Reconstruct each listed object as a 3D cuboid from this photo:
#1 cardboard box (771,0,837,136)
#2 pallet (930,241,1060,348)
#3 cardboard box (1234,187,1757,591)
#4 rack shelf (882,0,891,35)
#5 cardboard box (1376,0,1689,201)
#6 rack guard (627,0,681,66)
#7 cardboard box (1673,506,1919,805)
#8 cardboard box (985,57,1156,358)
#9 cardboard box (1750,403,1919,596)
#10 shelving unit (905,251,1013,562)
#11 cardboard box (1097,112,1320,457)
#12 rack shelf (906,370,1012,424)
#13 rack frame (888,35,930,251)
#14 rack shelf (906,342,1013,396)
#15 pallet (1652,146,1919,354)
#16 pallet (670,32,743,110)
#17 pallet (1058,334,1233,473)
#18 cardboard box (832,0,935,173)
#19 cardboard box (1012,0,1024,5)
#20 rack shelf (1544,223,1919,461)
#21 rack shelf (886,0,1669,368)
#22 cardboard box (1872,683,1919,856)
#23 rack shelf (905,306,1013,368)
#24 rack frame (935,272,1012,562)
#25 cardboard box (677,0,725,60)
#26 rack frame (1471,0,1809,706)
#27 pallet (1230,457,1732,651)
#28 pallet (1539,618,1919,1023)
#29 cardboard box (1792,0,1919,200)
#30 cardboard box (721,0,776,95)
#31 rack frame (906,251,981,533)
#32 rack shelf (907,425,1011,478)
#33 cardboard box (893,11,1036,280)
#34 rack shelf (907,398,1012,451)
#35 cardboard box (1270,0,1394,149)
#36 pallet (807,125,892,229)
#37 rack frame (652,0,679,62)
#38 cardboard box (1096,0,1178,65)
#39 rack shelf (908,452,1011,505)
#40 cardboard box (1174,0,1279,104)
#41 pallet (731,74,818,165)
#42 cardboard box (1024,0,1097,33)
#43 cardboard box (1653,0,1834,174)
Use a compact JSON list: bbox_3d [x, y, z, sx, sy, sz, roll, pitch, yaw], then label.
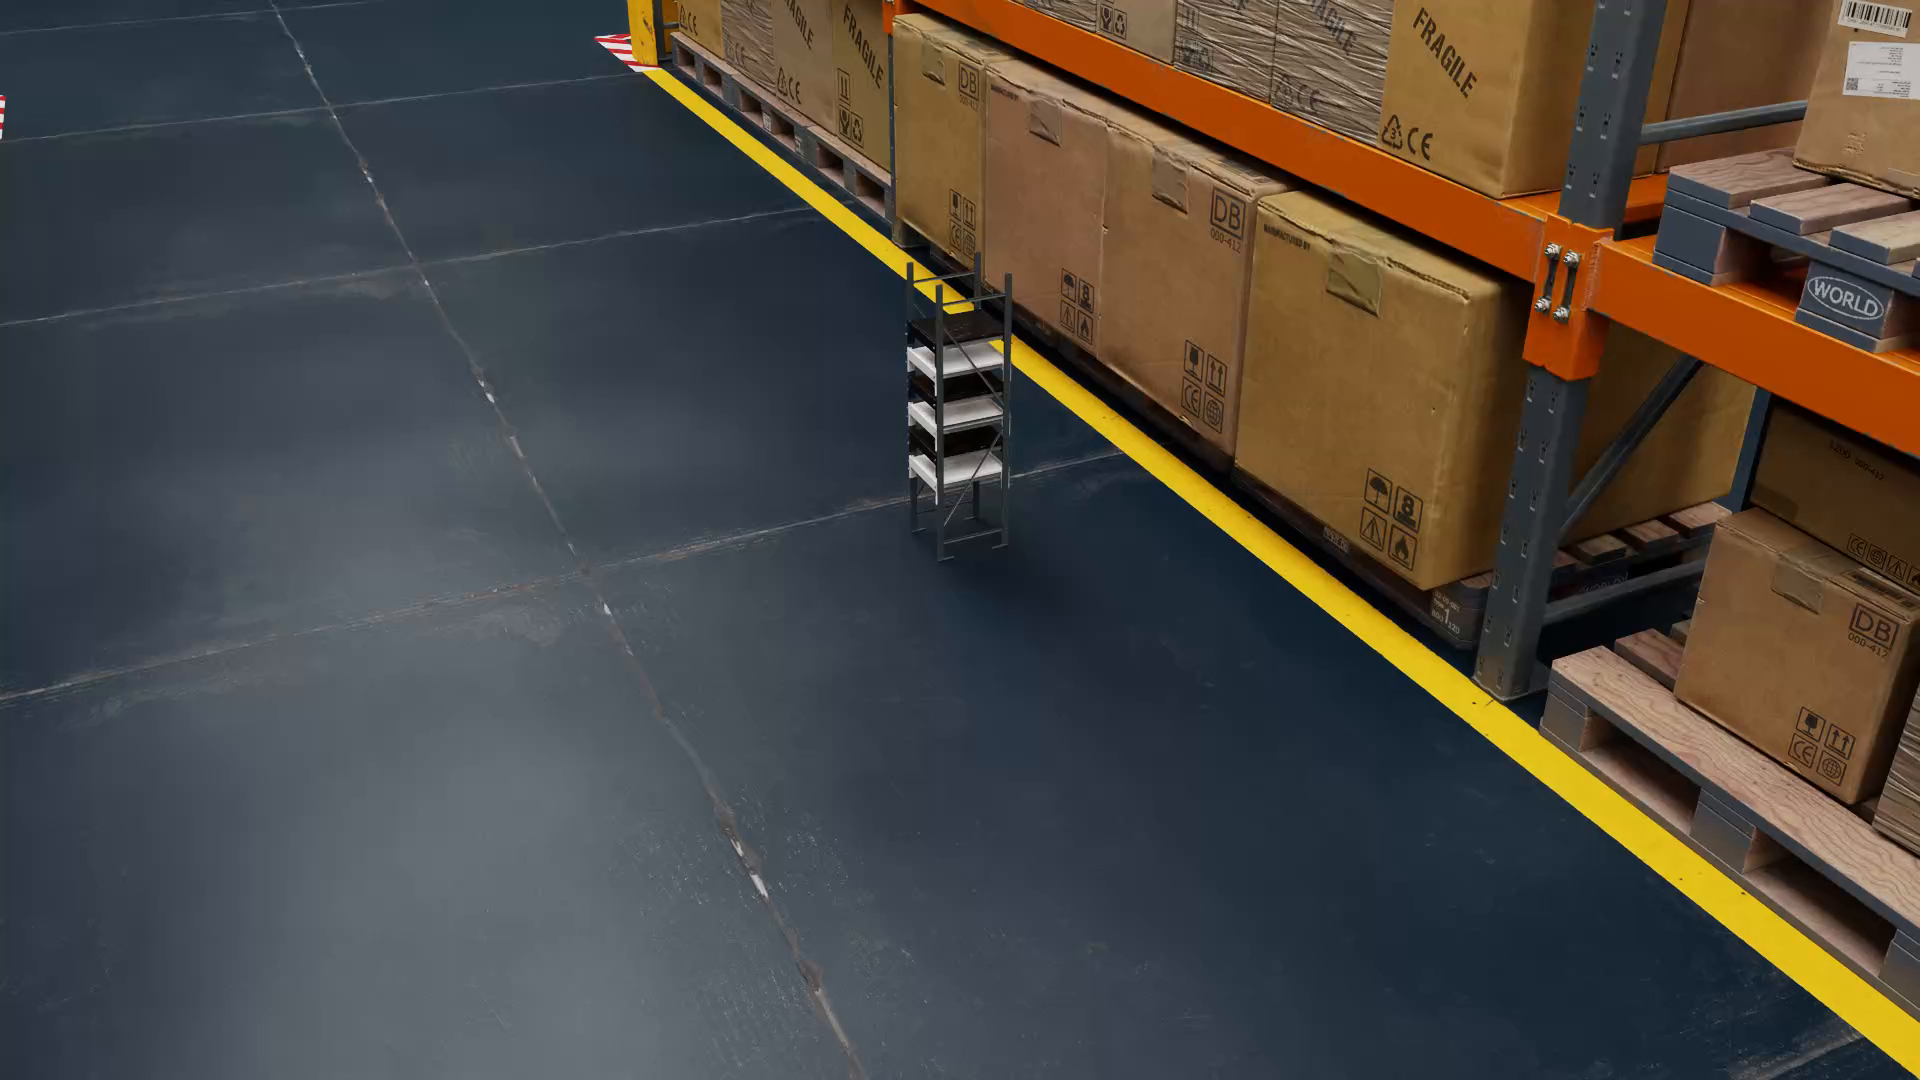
[{"bbox_3d":[-0.436,-2.726,8.788,0.875,0.875,0.875,-13,32,-22],"label":"cardboard box"},{"bbox_3d":[0.560,-1.223,7.215,1.003,0.211,1.213,-13,32,-22],"label":"pallet"},{"bbox_3d":[1.601,-0.563,4.930,1.225,0.875,0.875,-15,32,-24],"label":"cardboard box"},{"bbox_3d":[-0.697,-3.334,8.864,1.077,0.370,4.000,-13,32,-22],"label":"rack shelf"},{"bbox_3d":[1.443,-1.207,4.233,0.500,0.500,0.500,-12,31,-20],"label":"cardboard box"},{"bbox_3d":[-1.566,-3.451,10.894,1.175,0.500,0.348,-13,32,-22],"label":"rack guard"},{"bbox_3d":[2.184,0.193,3.945,0.700,0.500,0.500,-15,33,-25],"label":"cardboard box"},{"bbox_3d":[0.838,-1.347,6.329,1.225,0.875,0.875,-14,32,-24],"label":"cardboard box"},{"bbox_3d":[2.193,-0.136,3.765,0.500,0.250,0.500,-12,31,-20],"label":"cardboard box"},{"bbox_3d":[-0.003,-0.396,5.036,0.258,0.900,0.210,-13,32,-22],"label":"shelving unit"},{"bbox_3d":[1.225,-0.958,5.635,1.225,0.875,0.875,-13,32,-22],"label":"cardboard box"},{"bbox_3d":[-0.003,-0.446,5.009,0.258,0.077,0.200,-13,32,-22],"label":"rack shelf"},{"bbox_3d":[0.161,-2.764,7.112,1.000,3.000,0.127,-13,32,-22],"label":"rack frame"},{"bbox_3d":[-0.003,-0.524,4.965,0.258,0.077,0.200,-13,32,-22],"label":"rack shelf"},{"bbox_3d":[2.280,-0.621,3.487,1.213,0.211,1.003,-13,32,-22],"label":"pallet"},{"bbox_3d":[-1.142,-2.978,10.345,1.003,0.211,1.213,-13,32,-22],"label":"pallet"},{"bbox_3d":[1.088,-0.683,6.252,1.003,0.211,1.213,-13,32,-22],"label":"pallet"},{"bbox_3d":[-0.050,-2.329,8.079,0.875,0.875,0.875,-13,32,-22],"label":"cardboard box"},{"bbox_3d":[0.349,-2.330,6.236,0.500,0.500,0.500,-13,32,-22],"label":"cardboard box"},{"bbox_3d":[2.737,0.200,2.562,1.077,0.370,4.000,-13,32,-22],"label":"rack shelf"},{"bbox_3d":[1.020,-1.567,5.713,1.077,0.370,4.000,-13,32,-22],"label":"rack shelf"},{"bbox_3d":[2.434,0.435,3.512,0.700,0.500,0.500,-16,33,-26],"label":"cardboard box"},{"bbox_3d":[-0.003,-0.603,4.921,0.258,0.077,0.200,-13,32,-22],"label":"rack shelf"},{"bbox_3d":[0.040,-0.351,4.956,0.240,0.900,0.006,-13,32,-22],"label":"rack frame"},{"bbox_3d":[-1.209,-3.521,10.206,0.875,0.875,0.875,-13,32,-22],"label":"cardboard box"},{"bbox_3d":[1.878,-0.997,3.961,1.000,3.000,0.127,-13,32,-22],"label":"rack frame"},{"bbox_3d":[1.608,-0.145,5.292,1.003,0.211,1.213,-13,32,-22],"label":"pallet"},{"bbox_3d":[2.212,0.565,4.027,1.003,0.211,1.213,-13,32,-22],"label":"pallet"},{"bbox_3d":[2.146,-0.994,3.424,0.500,0.500,0.500,-17,34,-28],"label":"cardboard box"},{"bbox_3d":[-0.818,-3.119,9.489,0.875,0.875,0.875,-13,32,-22],"label":"cardboard box"},{"bbox_3d":[-0.047,-0.441,5.116,0.240,0.900,0.006,-13,32,-22],"label":"rack frame"},{"bbox_3d":[-0.003,-0.289,5.097,0.258,0.077,0.200,-13,32,-22],"label":"rack shelf"},{"bbox_3d":[0.454,-1.742,7.033,1.225,0.875,0.875,-13,32,-22],"label":"cardboard box"},{"bbox_3d":[-0.003,-0.367,5.053,0.258,0.077,0.200,-13,32,-22],"label":"rack shelf"},{"bbox_3d":[1.234,-1.428,4.628,0.500,0.500,0.500,-13,32,-22],"label":"cardboard box"},{"bbox_3d":[-0.095,-1.900,8.423,1.003,0.211,1.213,-13,32,-22],"label":"pallet"},{"bbox_3d":[-1.556,-4.531,10.263,1.000,3.000,0.127,-13,32,-22],"label":"rack frame"},{"bbox_3d":[0.790,-1.882,5.437,0.500,0.500,0.500,-12,32,-21],"label":"cardboard box"},{"bbox_3d":[-0.003,-0.210,5.141,0.258,0.077,0.200,-13,32,-22],"label":"rack shelf"},{"bbox_3d":[1.008,-1.657,5.036,0.500,0.500,0.500,-14,32,-24],"label":"cardboard box"},{"bbox_3d":[-0.622,-2.440,9.385,1.003,0.211,1.213,-13,32,-22],"label":"pallet"},{"bbox_3d":[0.564,-2.109,5.842,0.500,0.500,0.500,-14,32,-23],"label":"cardboard box"},{"bbox_3d":[1.915,-1.312,4.422,0.500,0.500,0.500,-12,31,-21],"label":"cardboard box"}]
